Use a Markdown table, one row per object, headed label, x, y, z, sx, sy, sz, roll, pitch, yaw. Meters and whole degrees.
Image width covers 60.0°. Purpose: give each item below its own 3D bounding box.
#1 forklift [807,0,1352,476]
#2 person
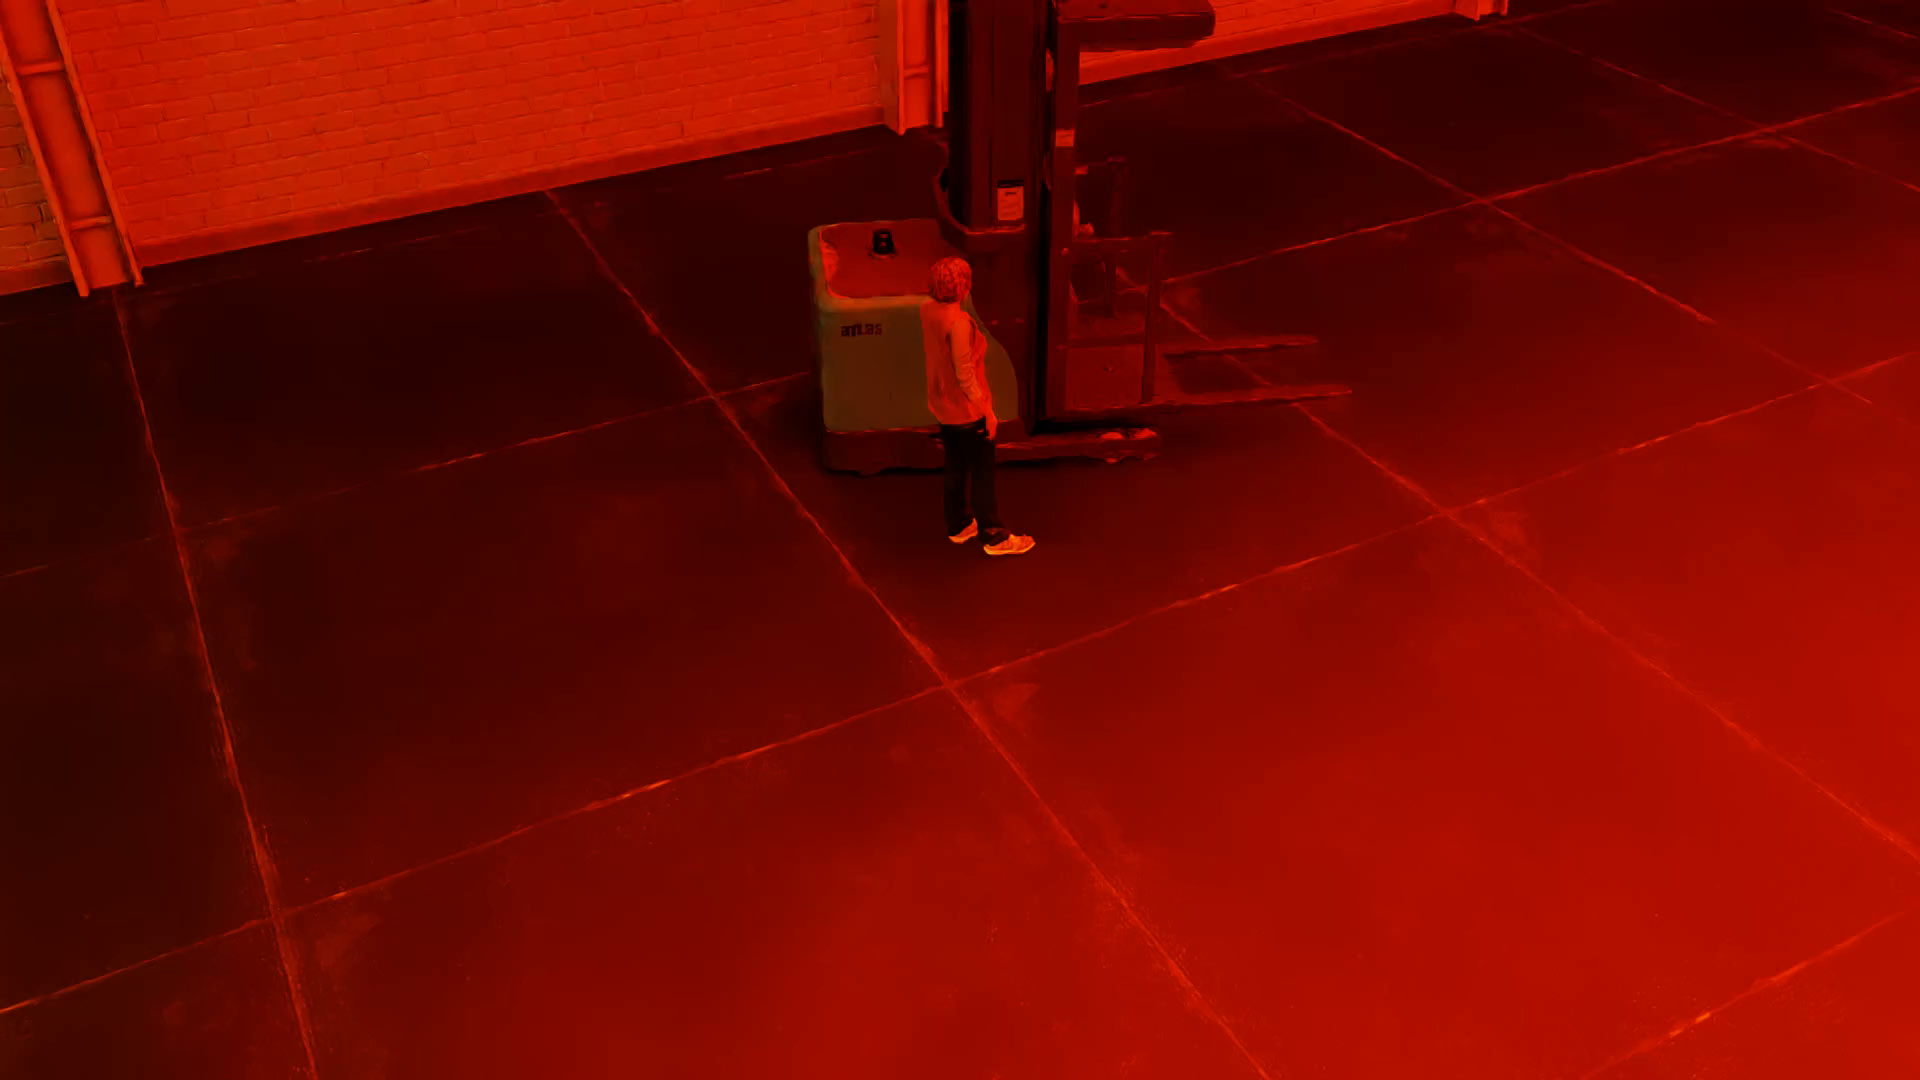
| label | x | y | z | sx | sy | sz | roll | pitch | yaw |
| --- | --- | --- | --- | --- | --- | --- | --- | --- | --- |
| forklift | 0.692 | -1.930 | 8.854 | 3.031 | 2.935 | 1.130 | -5 | 36 | -7 |
| person | 0.072 | -0.671 | 8.216 | 0.474 | 1.597 | 0.520 | -17 | 39 | -23 |
